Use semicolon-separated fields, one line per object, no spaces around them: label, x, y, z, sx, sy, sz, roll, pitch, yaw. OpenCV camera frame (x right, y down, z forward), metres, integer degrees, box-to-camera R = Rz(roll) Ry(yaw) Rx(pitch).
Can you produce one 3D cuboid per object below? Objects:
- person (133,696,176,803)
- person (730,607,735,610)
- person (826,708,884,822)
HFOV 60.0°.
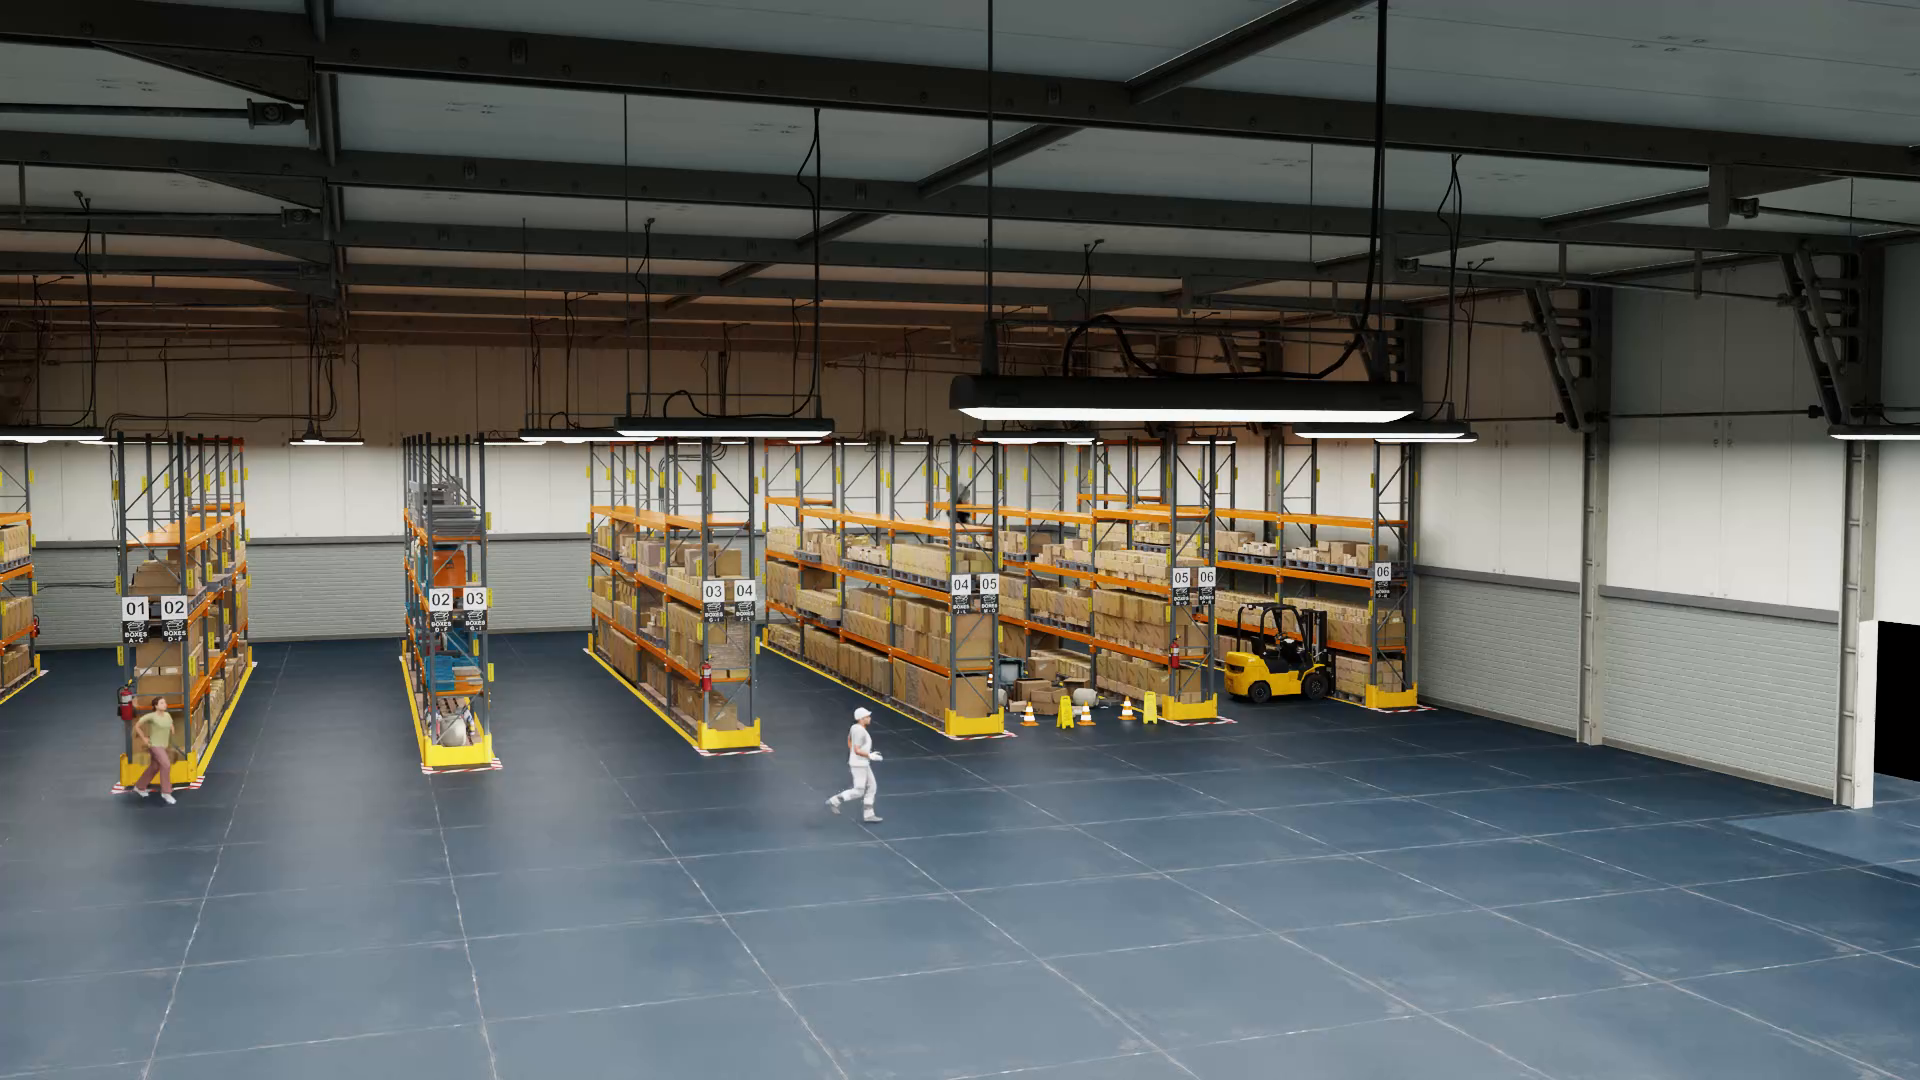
person;-13.020;3.377;26.993;0.850;1.701;0.576;1;3;11
person;-6.459;2.298;46.569;0.649;1.734;0.872;-1;3;-12
person;-1.605;3.435;25.362;0.869;1.758;0.643;0;3;-4
